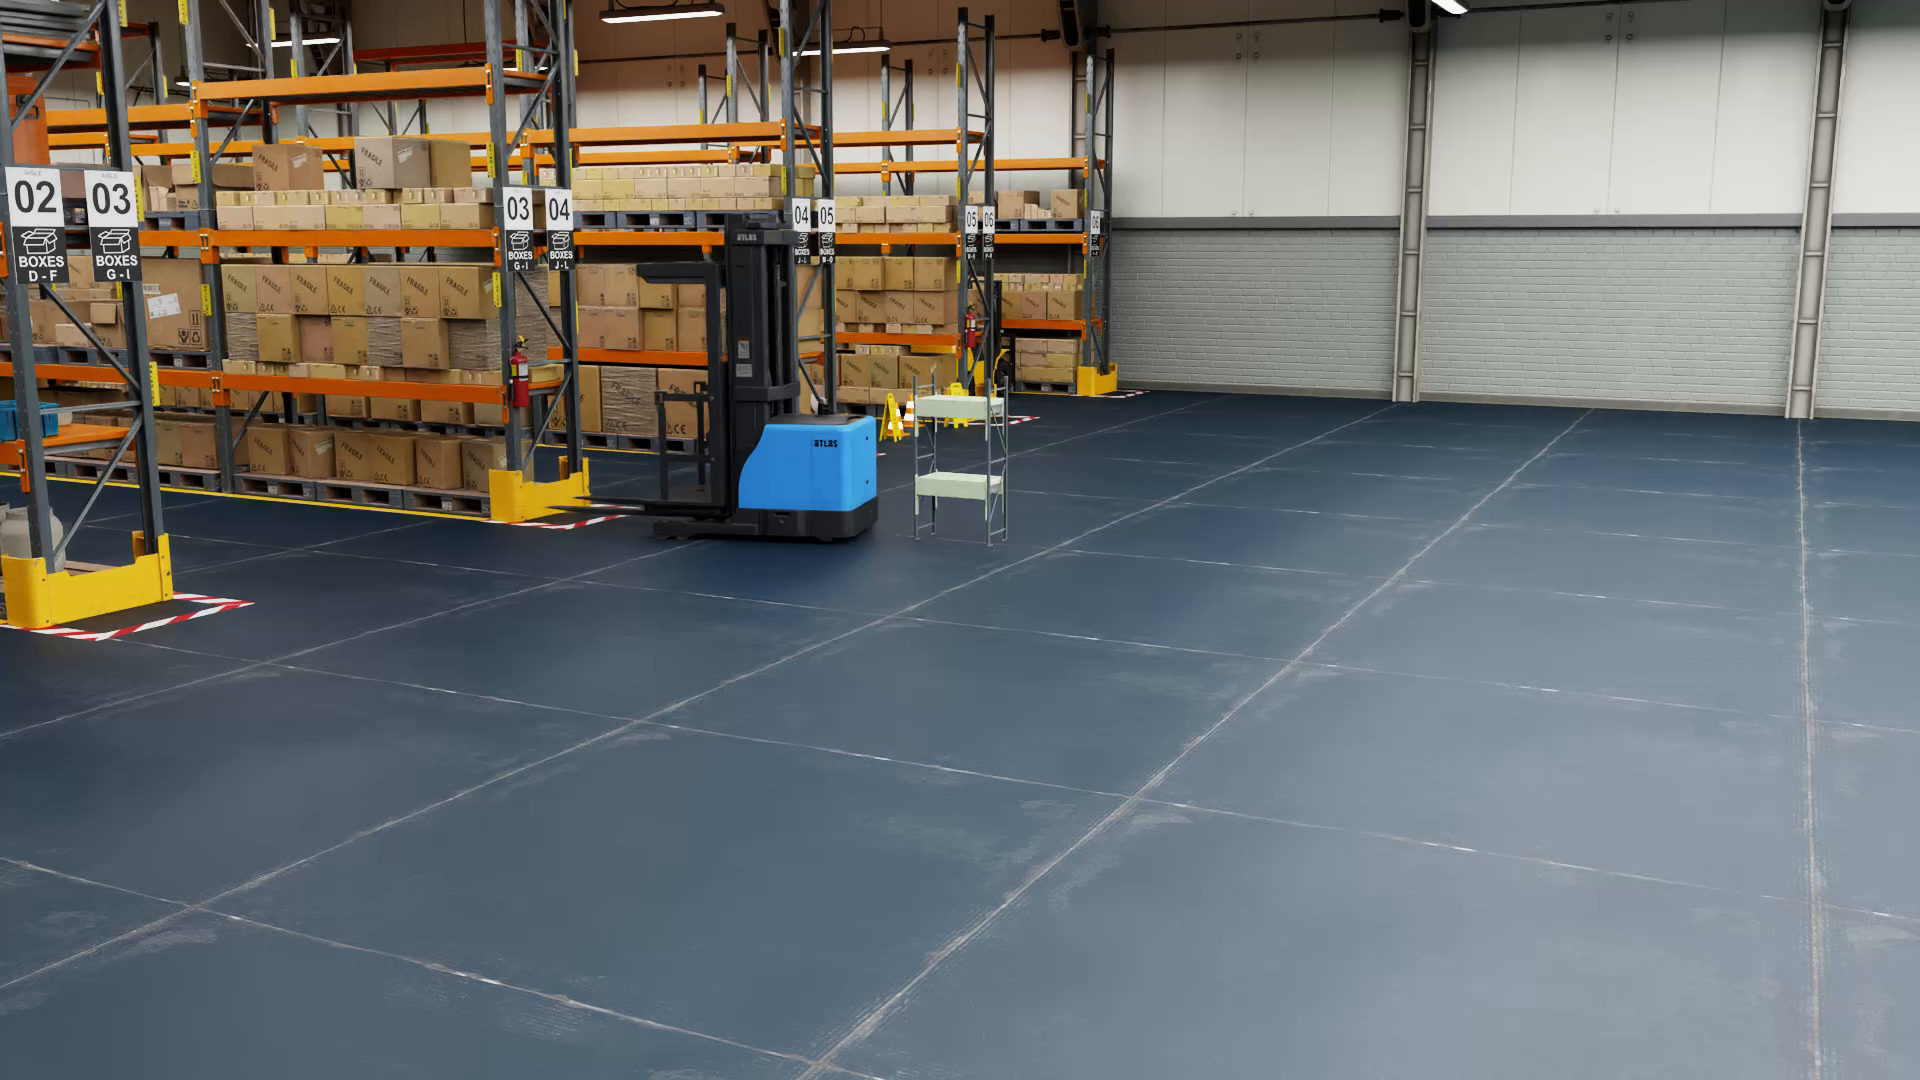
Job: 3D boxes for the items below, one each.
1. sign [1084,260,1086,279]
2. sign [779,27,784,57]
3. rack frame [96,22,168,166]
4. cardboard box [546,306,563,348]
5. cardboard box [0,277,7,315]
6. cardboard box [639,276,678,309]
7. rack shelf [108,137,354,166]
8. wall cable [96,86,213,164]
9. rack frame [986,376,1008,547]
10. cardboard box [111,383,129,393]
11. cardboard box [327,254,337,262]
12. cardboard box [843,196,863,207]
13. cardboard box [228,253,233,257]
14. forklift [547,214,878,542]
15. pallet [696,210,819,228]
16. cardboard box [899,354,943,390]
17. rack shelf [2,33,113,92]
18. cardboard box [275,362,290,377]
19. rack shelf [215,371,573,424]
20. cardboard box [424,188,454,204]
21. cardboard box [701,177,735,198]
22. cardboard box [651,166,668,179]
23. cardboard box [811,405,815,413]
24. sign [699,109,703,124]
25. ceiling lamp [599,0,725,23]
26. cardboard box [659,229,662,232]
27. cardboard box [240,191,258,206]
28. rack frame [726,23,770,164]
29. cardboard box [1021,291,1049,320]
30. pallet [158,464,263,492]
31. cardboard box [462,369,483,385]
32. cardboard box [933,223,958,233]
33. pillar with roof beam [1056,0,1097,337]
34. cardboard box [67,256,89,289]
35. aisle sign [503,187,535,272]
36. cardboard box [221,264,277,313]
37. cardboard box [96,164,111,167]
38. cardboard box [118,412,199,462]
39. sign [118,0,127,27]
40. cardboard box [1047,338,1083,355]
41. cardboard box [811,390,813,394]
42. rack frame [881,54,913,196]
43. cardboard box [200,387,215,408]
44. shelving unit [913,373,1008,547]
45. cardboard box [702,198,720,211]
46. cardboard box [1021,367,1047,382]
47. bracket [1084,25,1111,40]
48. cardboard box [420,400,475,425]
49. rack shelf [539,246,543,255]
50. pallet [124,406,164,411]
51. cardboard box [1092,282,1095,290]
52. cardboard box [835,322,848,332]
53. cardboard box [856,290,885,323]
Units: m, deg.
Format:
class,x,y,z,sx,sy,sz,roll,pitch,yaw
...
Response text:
class,x,y,z,sx,sy,sz,roll,pitch,yaw
sign,2.183,-4.720,28.970,0.005,0.325,0.100,5,11,26
sign,-2.110,-5.893,19.676,0.005,0.325,0.100,5,11,26
rack frame,-12.619,-6.425,25.464,0.127,3.000,1.000,5,11,26
cardboard box,-5.108,-2.889,22.351,0.550,0.550,0.875,5,11,26
cardboard box,-11.965,-2.977,20.158,0.637,0.503,0.797,5,12,28
cardboard box,-3.682,-3.284,21.497,0.500,0.550,0.875,5,11,26
rack shelf,-10.825,-5.717,24.692,4.000,0.370,1.077,5,11,26
wall cable,-17.730,-8.522,36.946,0.133,3.039,2.988,5,11,26
rack frame,0.334,-0.709,14.934,0.023,1.500,0.400,5,11,26
cardboard box,-13.042,-2.397,26.044,0.250,0.149,0.380,5,12,27
cardboard box,-11.344,-5.165,30.435,0.250,0.149,0.380,5,11,26
cardboard box,-1.582,-5.166,25.394,0.250,0.149,0.380,5,12,27
cardboard box,-13.644,-5.366,31.546,0.250,0.149,0.380,5,12,27
forklift,-2.350,-1.534,15.476,3.031,2.935,1.130,2,10,11
pallet,-2.527,-4.017,20.828,1.213,0.211,1.003,5,11,26
cardboard box,-0.591,-2.570,25.445,0.500,0.500,0.500,5,11,26
rack shelf,-8.128,-3.511,12.506,4.000,0.370,1.077,5,11,26
cardboard box,-6.987,-1.815,17.540,0.250,0.149,0.380,5,11,26
rack shelf,-5.936,-1.547,17.375,4.000,0.370,1.077,5,11,26
cardboard box,-5.005,-3.357,16.236,0.250,0.149,0.380,4,11,23
cardboard box,-2.868,-4.365,20.632,0.500,0.250,0.500,5,11,26
cardboard box,-3.677,-4.621,20.922,0.250,0.149,0.380,5,11,26
cardboard box,-2.453,-1.832,23.938,0.637,0.503,0.797,-2,11,-14
sign,-4.970,-8.113,31.943,0.005,0.325,0.100,5,11,26
ceiling lamp,-4.191,-9.106,23.887,2.000,3.185,0.800,5,11,26
cardboard box,-5.758,-6.193,33.024,0.500,0.250,0.500,5,11,26
cardboard box,-7.306,-3.572,17.423,0.250,0.149,0.380,4,11,23
rack frame,-3.345,-6.593,26.393,0.127,3.000,1.000,5,11,26
cardboard box,1.417,-4.208,29.775,0.500,0.500,0.500,5,12,28
pallet,-8.428,-0.748,18.768,1.213,0.211,1.003,5,11,26
cardboard box,-4.713,-1.629,16.514,0.250,0.149,0.380,5,11,26
cardboard box,-0.201,-4.662,24.849,0.250,0.149,0.380,5,11,26
pillar with roof beam,0.305,-6.582,26.332,0.548,9.000,9.100,5,11,26
cardboard box,-13.626,-4.194,26.060,0.500,0.500,0.500,5,11,24
aisle sign,-4.220,-2.970,15.917,0.004,0.787,0.394,5,11,26
cardboard box,-7.439,-2.670,17.637,0.500,0.500,0.500,5,11,26
cardboard box,-9.876,-4.067,19.173,0.500,0.500,0.500,5,12,27
cardboard box,-9.192,-1.181,19.119,0.500,0.500,0.700,4,11,21
sign,-6.087,-3.889,12.037,0.005,0.325,0.100,5,11,26
cardboard box,1.884,-3.451,29.611,0.500,0.250,0.500,5,12,28
cardboard box,-2.451,-2.365,26.417,0.500,0.250,0.500,6,12,29
rack frame,-1.152,-7.386,30.774,0.127,3.000,1.000,5,11,26
cardboard box,-11.122,-2.269,25.182,0.500,0.500,0.500,5,12,27
shelving unit,0.006,-0.737,15.094,0.755,1.500,0.431,5,11,26
cardboard box,-2.988,-4.168,20.660,0.250,0.149,0.380,5,11,26
cardboard box,1.432,-3.000,29.925,0.500,0.250,0.500,5,11,26
bracket,2.425,-8.952,29.317,0.430,0.232,0.235,5,11,26
cardboard box,-6.904,-2.054,23.292,0.750,0.750,1.050,5,11,26
rack shelf,-5.138,-4.921,27.595,4.000,0.370,1.077,5,11,26
pallet,-13.237,-2.148,26.507,1.213,0.211,1.003,5,11,26
cardboard box,2.246,-4.556,29.877,0.250,0.149,0.380,5,11,24
cardboard box,-1.823,-3.324,25.879,0.250,0.149,0.380,5,11,26
cardboard box,-1.260,-3.601,25.586,0.500,0.500,0.500,5,11,26
